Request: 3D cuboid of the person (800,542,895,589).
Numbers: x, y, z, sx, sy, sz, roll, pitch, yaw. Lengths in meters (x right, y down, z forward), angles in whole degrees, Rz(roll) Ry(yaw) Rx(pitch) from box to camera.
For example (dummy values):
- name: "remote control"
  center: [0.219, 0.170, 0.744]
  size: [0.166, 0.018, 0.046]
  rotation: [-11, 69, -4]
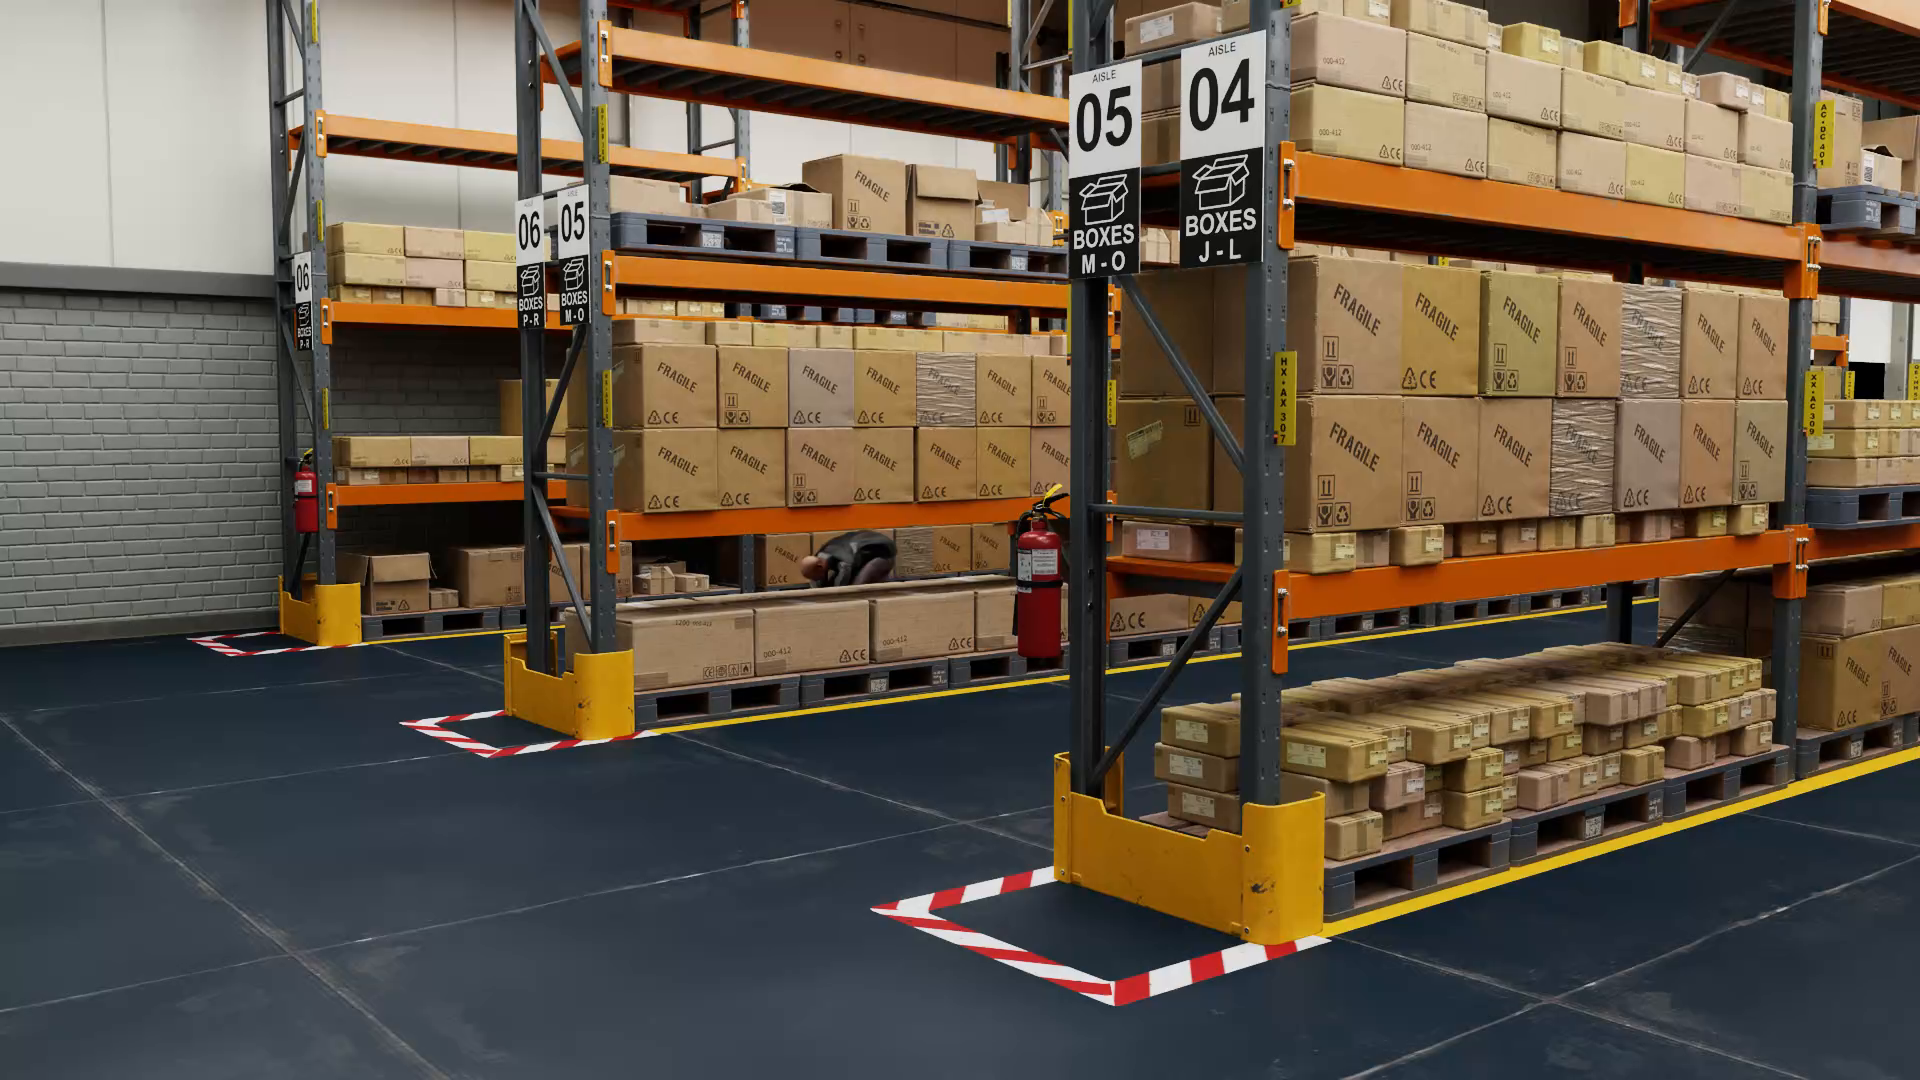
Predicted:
- name: "person"
  center: [-0.984, 0.395, 14.374]
  size: [0.933, 0.849, 0.519]
  rotation: [-4, 6, -41]
